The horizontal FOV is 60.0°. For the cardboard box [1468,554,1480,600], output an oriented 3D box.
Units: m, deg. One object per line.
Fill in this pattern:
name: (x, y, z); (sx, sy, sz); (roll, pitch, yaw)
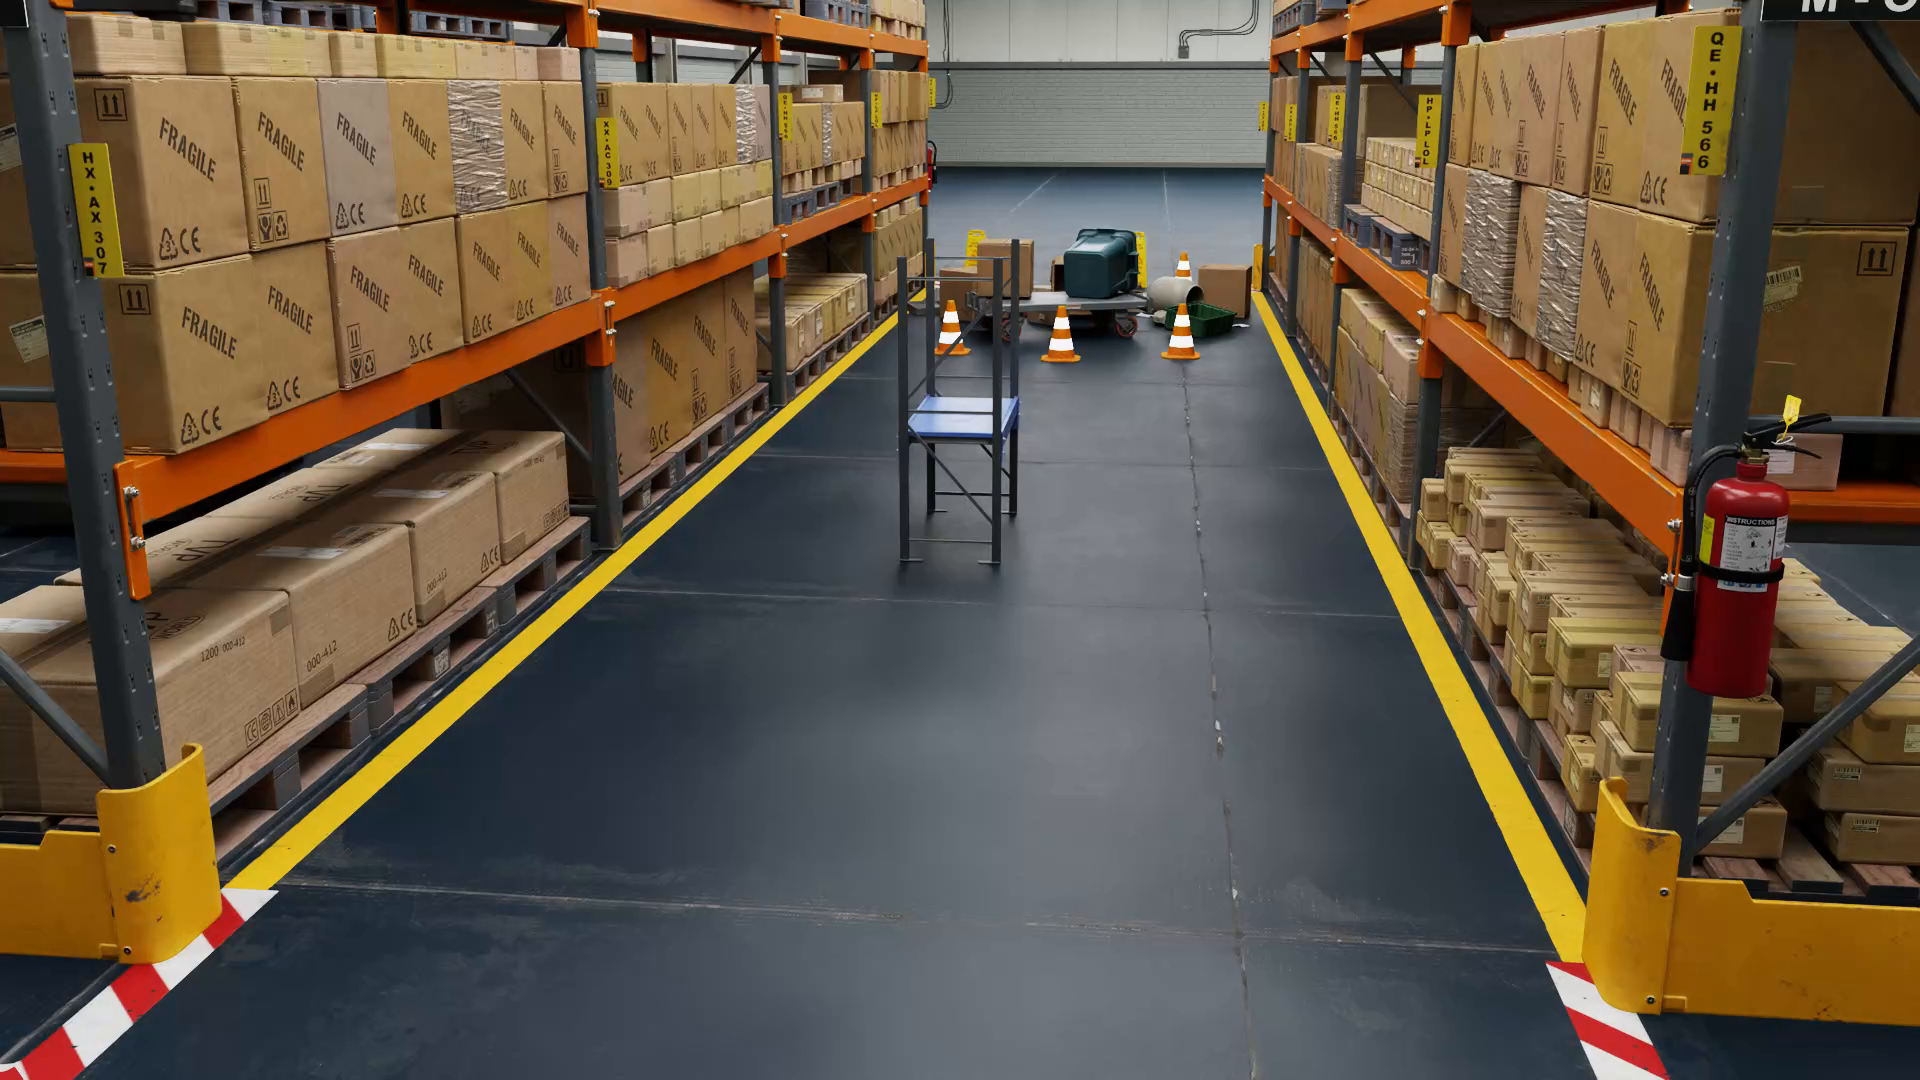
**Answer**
cardboard box: (2.347, 0.167, 6.955); (0.380, 0.149, 0.250); (1, 15, 5)

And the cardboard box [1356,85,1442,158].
cardboard box: (3.205, -2.978, 11.823); (0.700, 0.500, 0.500); (2, 15, 6)

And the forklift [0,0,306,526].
forklift: (-4.655, -1.822, 9.786); (1.130, 2.935, 3.031); (-1, 15, -4)

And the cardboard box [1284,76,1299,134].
cardboard box: (3.618, -4.203, 16.104); (0.875, 0.550, 0.550); (2, 15, 6)

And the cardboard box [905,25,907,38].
cardboard box: (-0.780, -5.489, 17.948); (0.380, 0.149, 0.250); (2, 15, 6)

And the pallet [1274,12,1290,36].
pallet: (3.973, -5.619, 18.118); (1.003, 0.211, 1.213); (2, 15, 6)

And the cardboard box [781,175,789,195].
cardboard box: (-1.499, -2.684, 12.516); (0.380, 0.149, 0.250); (1, 15, 3)

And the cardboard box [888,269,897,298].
cardboard box: (-0.950, -2.648, 17.170); (0.500, 0.250, 0.500); (3, 15, 9)

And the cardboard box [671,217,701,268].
cardboard box: (-1.795, -1.714, 9.542); (0.500, 0.250, 0.500); (2, 15, 6)

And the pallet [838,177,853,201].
pallet: (-1.565, -3.202, 15.124); (1.003, 0.211, 1.213); (2, 15, 6)

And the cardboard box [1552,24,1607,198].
cardboard box: (2.153, -1.324, 5.133); (0.500, 0.500, 0.500); (2, 15, 9)

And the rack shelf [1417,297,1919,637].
rack shelf: (2.467, -0.428, 5.876); (1.077, 0.370, 4.000); (2, 15, 6)

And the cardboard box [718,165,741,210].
cardboard box: (-1.680, -2.220, 10.456); (0.500, 0.250, 0.500); (1, 15, 5)

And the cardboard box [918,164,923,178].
cardboard box: (-0.631, -4.232, 19.049); (0.380, 0.149, 0.250); (2, 15, 6)

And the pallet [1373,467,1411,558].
pallet: (2.779, -0.150, 8.812); (1.003, 0.211, 1.213); (2, 15, 6)

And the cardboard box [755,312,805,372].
cardboard box: (-1.712, -1.531, 12.809); (0.950, 0.372, 0.625); (1, 15, 2)

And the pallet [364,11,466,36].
pallet: (-6.056, -5.576, 17.961); (1.003, 0.211, 1.213); (2, 15, 6)

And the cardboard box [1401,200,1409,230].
cardboard box: (2.685, -1.822, 9.331); (0.380, 0.149, 0.250); (2, 15, 9)

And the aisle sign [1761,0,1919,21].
aisle sign: (1.935, -1.501, 3.487); (0.394, 0.787, 0.004); (2, 15, 6)

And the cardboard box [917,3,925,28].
cardboard box: (-0.673, -5.904, 18.722); (0.500, 0.250, 0.500); (2, 15, 6)

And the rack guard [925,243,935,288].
rack guard: (-0.892, -3.299, 19.906); (1.175, 0.500, 0.348); (2, 15, 6)

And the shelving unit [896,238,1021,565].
shelving unit: (0.010, -0.746, 8.548); (0.538, 1.500, 1.048); (2, 15, 6)

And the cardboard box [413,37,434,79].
cardboard box: (-2.175, -1.774, 6.128); (0.380, 0.149, 0.250); (2, 15, 6)

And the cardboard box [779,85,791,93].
cardboard box: (-1.739, -4.084, 15.212); (0.380, 0.149, 0.250); (2, 15, 6)

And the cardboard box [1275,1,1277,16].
cardboard box: (3.662, -5.838, 18.246); (0.380, 0.149, 0.250); (2, 15, 7)

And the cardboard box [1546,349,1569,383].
cardboard box: (2.244, -0.629, 5.722); (0.380, 0.149, 0.250); (2, 15, 7)

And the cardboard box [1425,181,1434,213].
cardboard box: (2.601, -1.761, 8.533); (0.380, 0.149, 0.250); (2, 15, 9)

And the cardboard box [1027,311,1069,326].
cardboard box: (0.890, -2.317, 16.721); (0.258, 0.266, 0.396); (-10, 18, -32)

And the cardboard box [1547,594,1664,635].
cardboard box: (2.130, 0.285, 5.377); (0.380, 0.149, 0.250); (1, 15, 4)

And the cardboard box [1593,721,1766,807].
cardboard box: (2.017, 0.628, 4.680); (0.380, 0.149, 0.250); (1, 15, 5)

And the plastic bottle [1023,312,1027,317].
plastic bottle: (0.675, -2.349, 17.233); (0.133, 0.061, 0.283); (4, 16, 16)

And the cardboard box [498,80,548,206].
cardboard box: (-2.081, -1.683, 7.031); (0.500, 0.500, 0.500); (1, 15, 5)

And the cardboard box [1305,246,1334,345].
cardboard box: (3.502, -2.072, 14.083); (1.050, 0.750, 0.750); (2, 15, 6)

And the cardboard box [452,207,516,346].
cardboard box: (-2.130, -1.069, 6.679); (0.500, 0.500, 0.500); (1, 15, 5)

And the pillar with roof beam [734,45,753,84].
pillar with roof beam: (-0.481, -11.955, 35.633); (9.100, 9.000, 0.400); (2, 15, 6)

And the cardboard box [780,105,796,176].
cardboard box: (-1.505, -2.955, 12.279); (0.500, 0.500, 0.500); (1, 15, 5)

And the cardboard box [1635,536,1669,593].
cardboard box: (2.700, 0.094, 6.085); (0.380, 0.149, 0.250); (2, 15, 6)

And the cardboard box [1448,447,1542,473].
cardboard box: (2.448, -0.324, 7.632); (0.380, 0.149, 0.250); (2, 15, 9)

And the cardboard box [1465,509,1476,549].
cardboard box: (2.403, -0.047, 7.176); (0.380, 0.149, 0.250); (2, 15, 6)

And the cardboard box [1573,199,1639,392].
cardboard box: (2.100, -0.706, 4.765); (0.500, 0.500, 0.500); (1, 15, 5)

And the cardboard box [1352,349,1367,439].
cardboard box: (2.704, -0.888, 10.183); (0.500, 0.500, 0.500); (1, 15, 5)

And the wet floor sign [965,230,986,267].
wet floor sign: (0.202, -3.407, 20.026); (0.267, 0.644, 0.232); (7, 17, 25)

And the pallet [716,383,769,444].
pallet: (-1.950, -0.903, 11.596); (1.003, 0.211, 1.213); (2, 15, 6)

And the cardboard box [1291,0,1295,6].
cardboard box: (3.404, -5.249, 16.067); (0.380, 0.149, 0.250); (2, 15, 6)

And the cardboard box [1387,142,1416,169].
cardboard box: (2.781, -2.314, 10.009); (0.380, 0.149, 0.250); (2, 15, 9)

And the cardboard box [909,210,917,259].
cardboard box: (-0.770, -3.412, 18.561); (0.500, 0.500, 0.500); (2, 15, 8)

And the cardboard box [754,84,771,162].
cardboard box: (-1.584, -2.840, 11.312); (0.500, 0.500, 0.500); (1, 15, 5)

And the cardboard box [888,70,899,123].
cardboard box: (-0.990, -4.402, 16.520); (0.700, 0.500, 0.500); (2, 15, 7)

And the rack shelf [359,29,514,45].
rack shelf: (-6.041, -5.253, 17.974); (1.077, 0.370, 4.000); (2, 15, 6)

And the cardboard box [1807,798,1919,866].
cardboard box: (2.619, 0.791, 4.649); (0.380, 0.149, 0.250); (2, 15, 7)

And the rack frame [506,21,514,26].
rack frame: (-5.815, -7.567, 19.407); (1.000, 3.000, 0.127); (2, 15, 6)

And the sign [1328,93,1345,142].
sign: (2.592, -2.906, 11.443); (0.100, 0.325, 0.005); (2, 15, 6)

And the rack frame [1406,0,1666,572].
rack frame: (2.693, -1.294, 7.701); (1.000, 3.000, 0.127); (2, 15, 6)

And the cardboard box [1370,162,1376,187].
cardboard box: (2.862, -2.367, 10.774); (0.380, 0.149, 0.250); (2, 15, 9)
